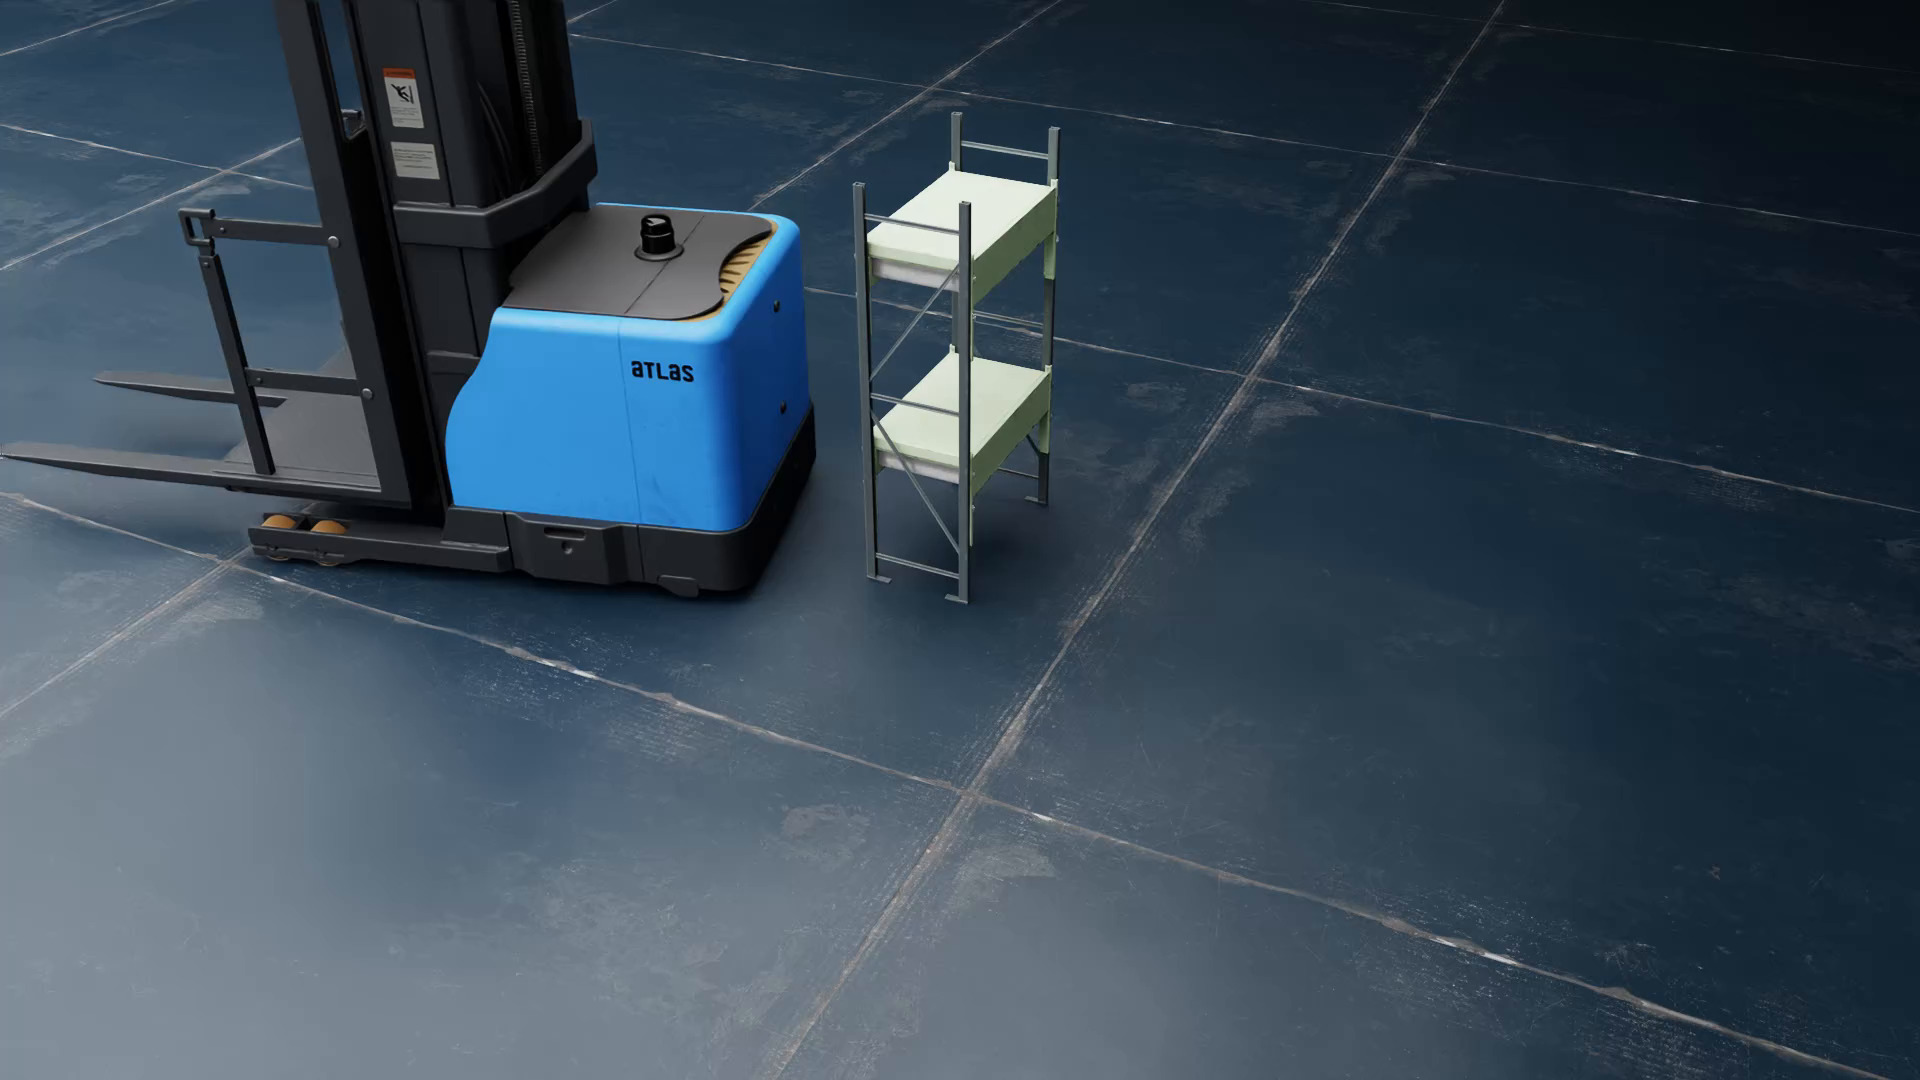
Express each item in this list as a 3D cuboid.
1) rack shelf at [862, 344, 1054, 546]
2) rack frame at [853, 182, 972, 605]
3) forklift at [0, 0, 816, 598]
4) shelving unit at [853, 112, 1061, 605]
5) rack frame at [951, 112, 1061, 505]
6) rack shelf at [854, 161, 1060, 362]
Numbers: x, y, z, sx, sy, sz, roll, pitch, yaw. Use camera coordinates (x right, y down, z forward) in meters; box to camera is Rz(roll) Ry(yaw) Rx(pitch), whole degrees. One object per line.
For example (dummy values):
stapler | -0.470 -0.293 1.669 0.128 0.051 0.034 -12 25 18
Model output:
rack shelf | 0.003 -0.358 6.023 0.431 0.370 0.720 14 36 20
rack frame | -0.150 -0.448 5.566 0.400 1.500 0.023 14 36 20
forklift | -2.139 -1.407 5.723 3.031 2.935 1.130 6 34 9
shelving unit | 0.003 -0.631 5.844 0.431 1.500 0.755 14 36 20
rack frame | 0.156 -0.813 6.122 0.400 1.500 0.023 14 36 20
rack shelf | 0.003 -0.957 5.630 0.431 0.370 0.720 14 36 20
